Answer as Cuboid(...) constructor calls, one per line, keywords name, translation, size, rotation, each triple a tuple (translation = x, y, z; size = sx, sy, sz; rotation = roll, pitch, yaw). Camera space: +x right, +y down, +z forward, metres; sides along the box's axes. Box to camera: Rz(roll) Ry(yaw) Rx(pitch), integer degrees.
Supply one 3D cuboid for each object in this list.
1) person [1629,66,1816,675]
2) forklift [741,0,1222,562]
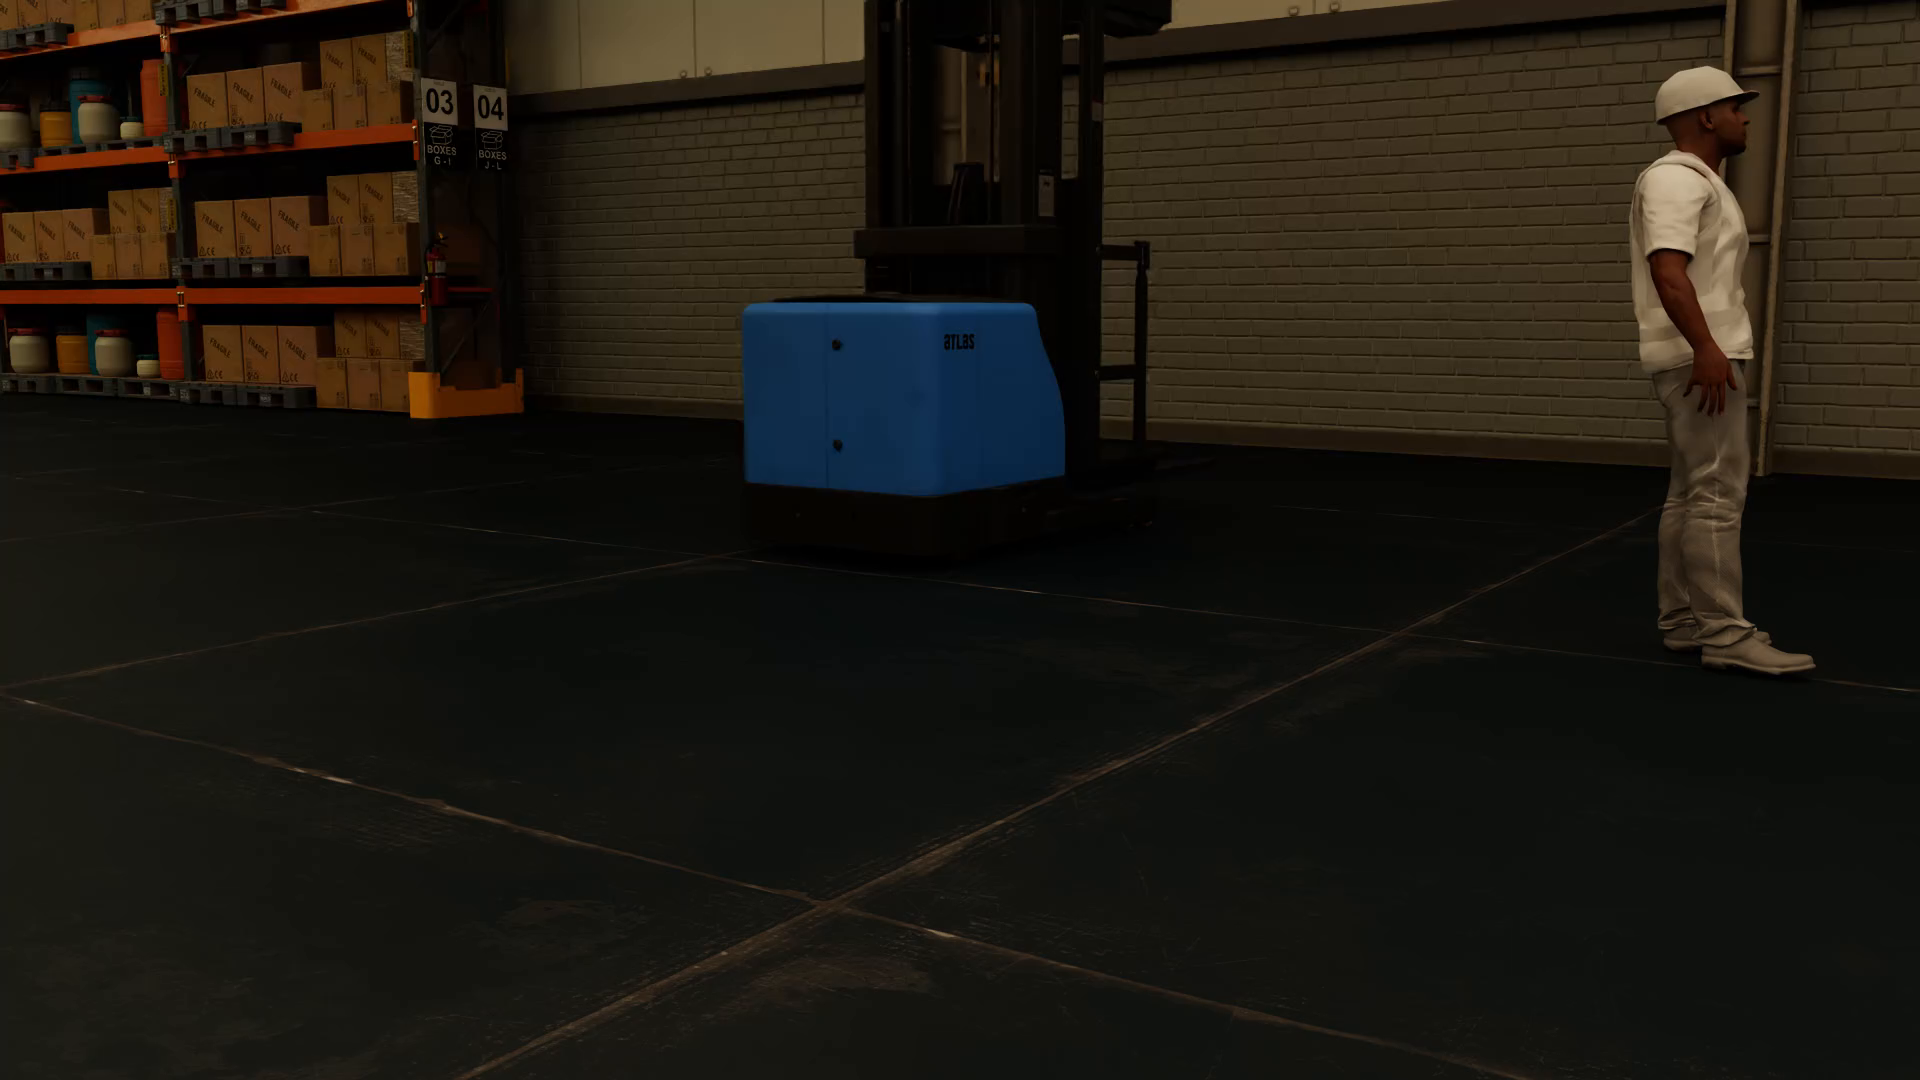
Cuboid(name="person", translation=(2.303, -0.529, 5.000), size=(0.577, 1.765, 0.665), rotation=(4, 9, 25))
Cuboid(name="forklift", translation=(0.306, -1.526, 7.922), size=(1.130, 2.935, 3.031), rotation=(6, 10, 34))
